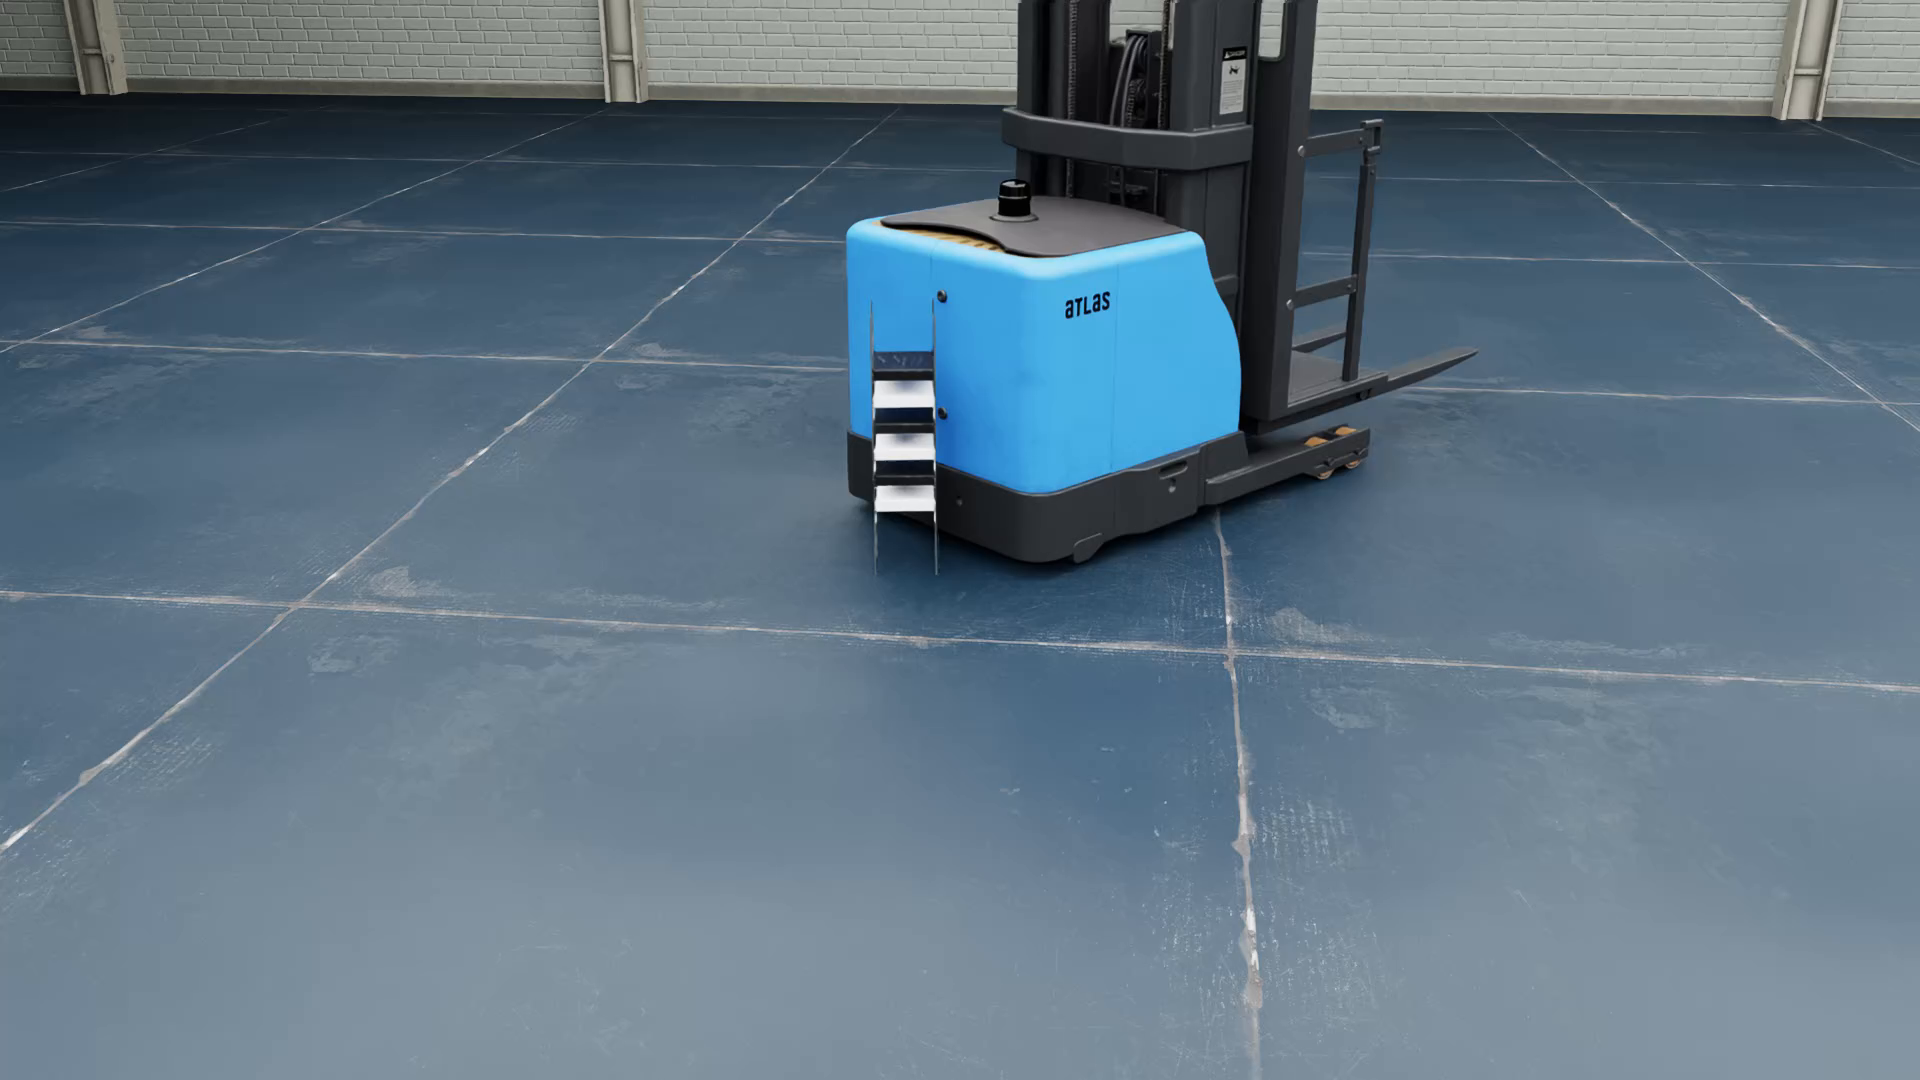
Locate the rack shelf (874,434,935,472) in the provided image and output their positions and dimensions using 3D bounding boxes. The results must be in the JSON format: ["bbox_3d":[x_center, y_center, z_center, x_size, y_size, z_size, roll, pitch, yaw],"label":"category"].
[{"bbox_3d":[-0.187,-0.308,5.585,0.200,0.077,0.258,-1,22,-2],"label":"rack shelf"}]

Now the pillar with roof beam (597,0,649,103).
[{"bbox_3d":[-4.087,-7.341,12.269,0.400,9.000,9.100,2,22,6],"label":"pillar with roof beam"}]

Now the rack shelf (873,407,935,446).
[{"bbox_3d":[-0.187,-0.391,5.552,0.200,0.077,0.258,-1,22,-2],"label":"rack shelf"}]

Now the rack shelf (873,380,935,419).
[{"bbox_3d":[-0.187,-0.475,5.519,0.200,0.077,0.258,-1,22,-2],"label":"rack shelf"}]

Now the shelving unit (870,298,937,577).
[{"bbox_3d":[-0.187,-0.339,5.573,0.210,0.900,0.258,-1,22,-2],"label":"shelving unit"}]

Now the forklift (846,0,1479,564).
[{"bbox_3d":[1.005,-1.724,6.315,3.031,2.935,1.130,-19,28,-39],"label":"forklift"}]

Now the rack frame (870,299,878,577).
[{"bbox_3d":[-0.289,-0.337,5.569,0.006,0.900,0.240,-1,22,-2],"label":"rack frame"}]

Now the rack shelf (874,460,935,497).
[{"bbox_3d":[-0.187,-0.224,5.618,0.200,0.077,0.258,-1,22,-2],"label":"rack shelf"}]

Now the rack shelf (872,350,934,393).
[{"bbox_3d":[-0.187,-0.559,5.486,0.200,0.077,0.258,-1,22,-2],"label":"rack shelf"}]

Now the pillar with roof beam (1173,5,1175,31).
[{"bbox_3d":[1.871,-7.082,11.613,0.400,9.000,9.100,2,22,6],"label":"pillar with roof beam"}]

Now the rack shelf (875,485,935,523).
[{"bbox_3d":[-0.187,-0.140,5.651,0.200,0.077,0.258,-1,22,-2],"label":"rack shelf"}]

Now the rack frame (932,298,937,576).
[{"bbox_3d":[-0.085,-0.340,5.576,0.006,0.900,0.240,-1,22,-2],"label":"rack frame"}]

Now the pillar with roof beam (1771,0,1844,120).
[{"bbox_3d":[7.829,-6.822,10.956,0.400,9.000,9.100,2,22,6],"label":"pillar with roof beam"}]

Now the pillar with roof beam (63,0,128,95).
[{"bbox_3d":[-10.046,-7.601,12.926,0.400,9.000,9.100,2,22,6],"label":"pillar with roof beam"}]
